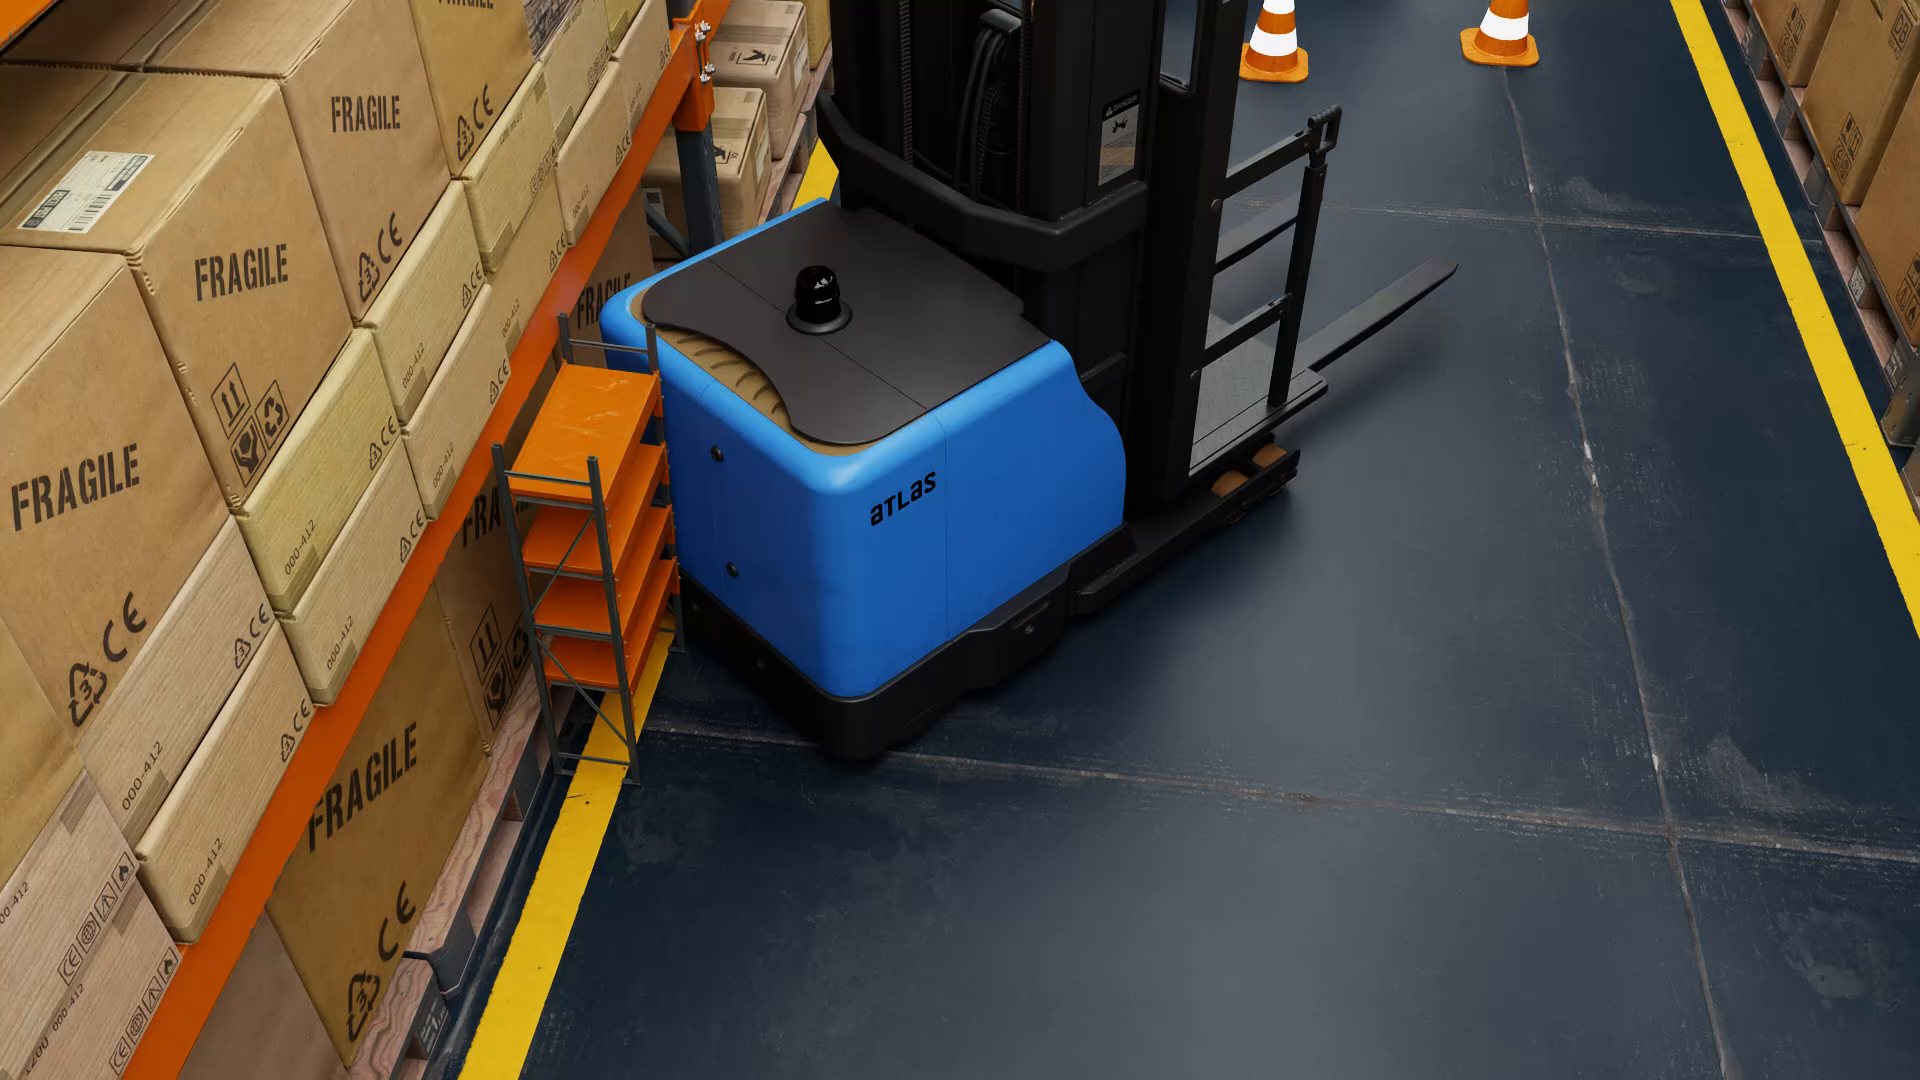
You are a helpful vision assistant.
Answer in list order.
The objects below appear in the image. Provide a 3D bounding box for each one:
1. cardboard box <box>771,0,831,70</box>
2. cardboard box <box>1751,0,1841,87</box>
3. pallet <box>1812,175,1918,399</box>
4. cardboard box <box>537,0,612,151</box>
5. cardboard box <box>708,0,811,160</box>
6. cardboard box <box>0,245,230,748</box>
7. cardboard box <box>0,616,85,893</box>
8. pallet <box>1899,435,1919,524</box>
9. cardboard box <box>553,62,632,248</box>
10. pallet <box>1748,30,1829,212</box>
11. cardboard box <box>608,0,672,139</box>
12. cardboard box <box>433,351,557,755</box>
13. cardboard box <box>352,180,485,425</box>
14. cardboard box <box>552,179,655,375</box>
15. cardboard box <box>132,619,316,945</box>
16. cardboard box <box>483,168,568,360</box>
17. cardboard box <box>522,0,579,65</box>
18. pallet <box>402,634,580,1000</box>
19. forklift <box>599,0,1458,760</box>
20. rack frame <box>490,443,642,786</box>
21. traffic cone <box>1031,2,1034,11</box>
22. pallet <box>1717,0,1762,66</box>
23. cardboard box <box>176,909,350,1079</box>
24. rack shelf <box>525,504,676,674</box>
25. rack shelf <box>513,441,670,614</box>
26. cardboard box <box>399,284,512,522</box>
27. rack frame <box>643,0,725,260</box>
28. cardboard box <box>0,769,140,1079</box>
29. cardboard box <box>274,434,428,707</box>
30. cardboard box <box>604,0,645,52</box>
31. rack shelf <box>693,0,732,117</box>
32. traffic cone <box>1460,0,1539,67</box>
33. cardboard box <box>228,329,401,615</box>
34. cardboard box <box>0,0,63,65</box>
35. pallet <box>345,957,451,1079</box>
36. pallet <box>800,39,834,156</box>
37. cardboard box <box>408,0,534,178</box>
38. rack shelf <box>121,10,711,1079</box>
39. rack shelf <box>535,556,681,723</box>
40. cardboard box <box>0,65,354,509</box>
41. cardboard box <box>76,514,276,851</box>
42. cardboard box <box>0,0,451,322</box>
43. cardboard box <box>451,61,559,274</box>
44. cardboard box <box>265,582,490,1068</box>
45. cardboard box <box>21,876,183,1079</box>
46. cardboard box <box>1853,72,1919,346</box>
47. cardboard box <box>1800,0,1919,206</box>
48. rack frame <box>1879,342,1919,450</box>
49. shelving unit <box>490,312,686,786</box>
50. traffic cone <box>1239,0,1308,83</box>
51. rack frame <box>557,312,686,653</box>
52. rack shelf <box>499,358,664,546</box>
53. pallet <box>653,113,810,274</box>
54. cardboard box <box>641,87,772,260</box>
[{"bbox_3d":[-1.022,-2.380,7.187,0.950,0.372,0.625,7,44,7],"label":"cardboard box"},{"bbox_3d":[4.022,-2.369,6.902,1.050,0.750,0.750,5,44,6],"label":"cardboard box"},{"bbox_3d":[3.797,-0.914,6.062,1.003,0.211,1.213,5,44,6],"label":"pallet"},{"bbox_3d":[-1.179,-1.201,4.083,0.500,0.250,0.500,4,44,4],"label":"cardboard box"},{"bbox_3d":[-1.128,-1.863,6.642,0.950,0.372,0.625,4,44,5],"label":"cardboard box"},{"bbox_3d":[-1.448,-0.074,2.346,0.500,0.500,0.500,5,44,5],"label":"cardboard box"},{"bbox_3d":[-1.488,0.276,1.977,0.500,0.500,0.500,6,44,6],"label":"cardboard box"},{"bbox_3d":[3.513,0.149,4.939,1.003,0.211,1.213,5,44,6],"label":"pallet"},{"bbox_3d":[-1.164,-1.005,4.239,0.500,0.250,0.500,6,44,6],"label":"cardboard box"},{"bbox_3d":[3.960,-1.743,6.937,1.003,0.211,1.213,5,44,6],"label":"pallet"},{"bbox_3d":[-1.112,-1.355,4.608,0.500,0.250,0.500,4,44,4],"label":"cardboard box"},{"bbox_3d":[-1.598,-0.088,4.401,0.875,0.875,0.875,6,44,6],"label":"cardboard box"},{"bbox_3d":[-1.294,-0.497,3.338,0.500,0.250,0.500,4,44,4],"label":"cardboard box"},{"bbox_3d":[-1.476,-0.695,5.042,0.875,0.875,0.875,5,44,5],"label":"cardboard box"},{"bbox_3d":[-1.444,0.375,2.782,0.500,0.250,0.500,4,44,4],"label":"cardboard box"},{"bbox_3d":[-1.246,-0.663,3.878,0.500,0.250,0.500,5,44,5],"label":"cardboard box"},{"bbox_3d":[-1.171,-1.450,3.800,0.500,0.500,0.500,6,44,6],"label":"cardboard box"},{"bbox_3d":[-1.645,0.595,4.468,1.003,0.211,1.213,5,44,6],"label":"pallet"},{"bbox_3d":[0.457,-1.356,4.551,3.031,2.935,1.130,-33,52,-30],"label":"forklift"},{"bbox_3d":[-0.959,0.227,4.127,0.240,1.200,0.015,8,45,3],"label":"rack frame"},{"bbox_3d":[0.450,-2.610,7.670,0.336,0.463,0.334,5,44,6],"label":"traffic cone"},{"bbox_3d":[4.119,-2.577,7.818,1.003,0.211,1.213,5,44,6],"label":"pallet"},{"bbox_3d":[-1.828,1.138,3.106,0.875,0.875,0.875,6,44,7],"label":"cardboard box"},{"bbox_3d":[-0.930,0.105,4.347,0.258,0.148,0.480,8,45,3],"label":"rack shelf"},{"bbox_3d":[-0.918,-0.053,4.189,0.258,0.148,0.480,8,45,3],"label":"rack shelf"},{"bbox_3d":[-1.286,-0.313,3.508,0.500,0.250,0.500,5,44,5],"label":"cardboard box"},{"bbox_3d":[-1.302,-1.777,4.945,1.000,3.000,0.127,5,44,6],"label":"rack frame"},{"bbox_3d":[-1.493,0.548,2.236,0.500,0.250,0.500,4,44,4],"label":"cardboard box"},{"bbox_3d":[-1.361,0.027,3.149,0.500,0.250,0.500,5,44,5],"label":"cardboard box"},{"bbox_3d":[-1.115,-1.551,4.452,0.500,0.250,0.500,5,44,5],"label":"cardboard box"},{"bbox_3d":[-1.038,-2.879,6.632,1.077,0.370,4.000,5,44,6],"label":"rack shelf"},{"bbox_3d":[2.472,-2.424,7.474,0.336,0.463,0.334,5,44,6],"label":"traffic cone"},{"bbox_3d":[-1.359,-0.152,2.974,0.500,0.250,0.500,6,44,6],"label":"cardboard box"},{"bbox_3d":[-1.820,-0.829,3.144,0.500,0.500,0.500,6,44,6],"label":"cardboard box"},{"bbox_3d":[-1.804,1.429,3.588,1.003,0.211,1.213,5,44,6],"label":"pallet"},{"bbox_3d":[-1.034,-2.126,7.342,1.003,0.211,1.213,5,44,6],"label":"pallet"},{"bbox_3d":[-1.243,-1.112,3.443,0.500,0.500,0.500,5,44,6],"label":"cardboard box"},{"bbox_3d":[-1.567,-0.153,3.753,1.077,0.370,4.000,5,44,6],"label":"rack shelf"},{"bbox_3d":[-0.940,0.246,4.487,0.258,0.148,0.480,8,45,3],"label":"rack shelf"},{"bbox_3d":[-1.379,-0.415,2.707,0.500,0.500,0.500,4,44,4],"label":"cardboard box"},{"bbox_3d":[-1.452,0.190,2.614,0.500,0.250,0.500,6,44,6],"label":"cardboard box"},{"bbox_3d":[-1.317,-0.768,3.079,0.500,0.500,0.500,5,44,5],"label":"cardboard box"},{"bbox_3d":[-1.226,-0.851,3.712,0.500,0.250,0.500,4,44,4],"label":"cardboard box"},{"bbox_3d":[-1.717,0.522,3.757,0.875,0.875,0.875,6,44,7],"label":"cardboard box"},{"bbox_3d":[-1.511,0.727,2.409,0.500,0.250,0.500,4,44,5],"label":"cardboard box"},{"bbox_3d":[3.787,-1.139,5.602,1.050,0.750,0.750,5,44,5],"label":"cardboard box"},{"bbox_3d":[3.900,-1.735,6.231,1.050,0.750,0.750,6,44,6],"label":"cardboard box"},{"bbox_3d":[3.618,-1.396,4.543,1.000,3.000,0.127,5,44,6],"label":"rack frame"},{"bbox_3d":[-0.926,0.058,4.300,0.258,1.200,0.503,8,45,3],"label":"shelving unit"},{"bbox_3d":[1.403,-2.321,7.365,0.336,0.463,0.334,5,44,6],"label":"traffic cone"},{"bbox_3d":[-0.894,-0.112,4.472,0.240,1.200,0.015,8,45,3],"label":"rack frame"},{"bbox_3d":[-0.905,-0.220,4.023,0.258,0.148,0.480,8,45,3],"label":"rack shelf"},{"bbox_3d":[-1.198,-1.297,6.466,1.003,0.211,1.213,5,44,6],"label":"pallet"},{"bbox_3d":[-1.218,-1.360,6.110,0.950,0.372,0.625,3,43,3],"label":"cardboard box"}]
